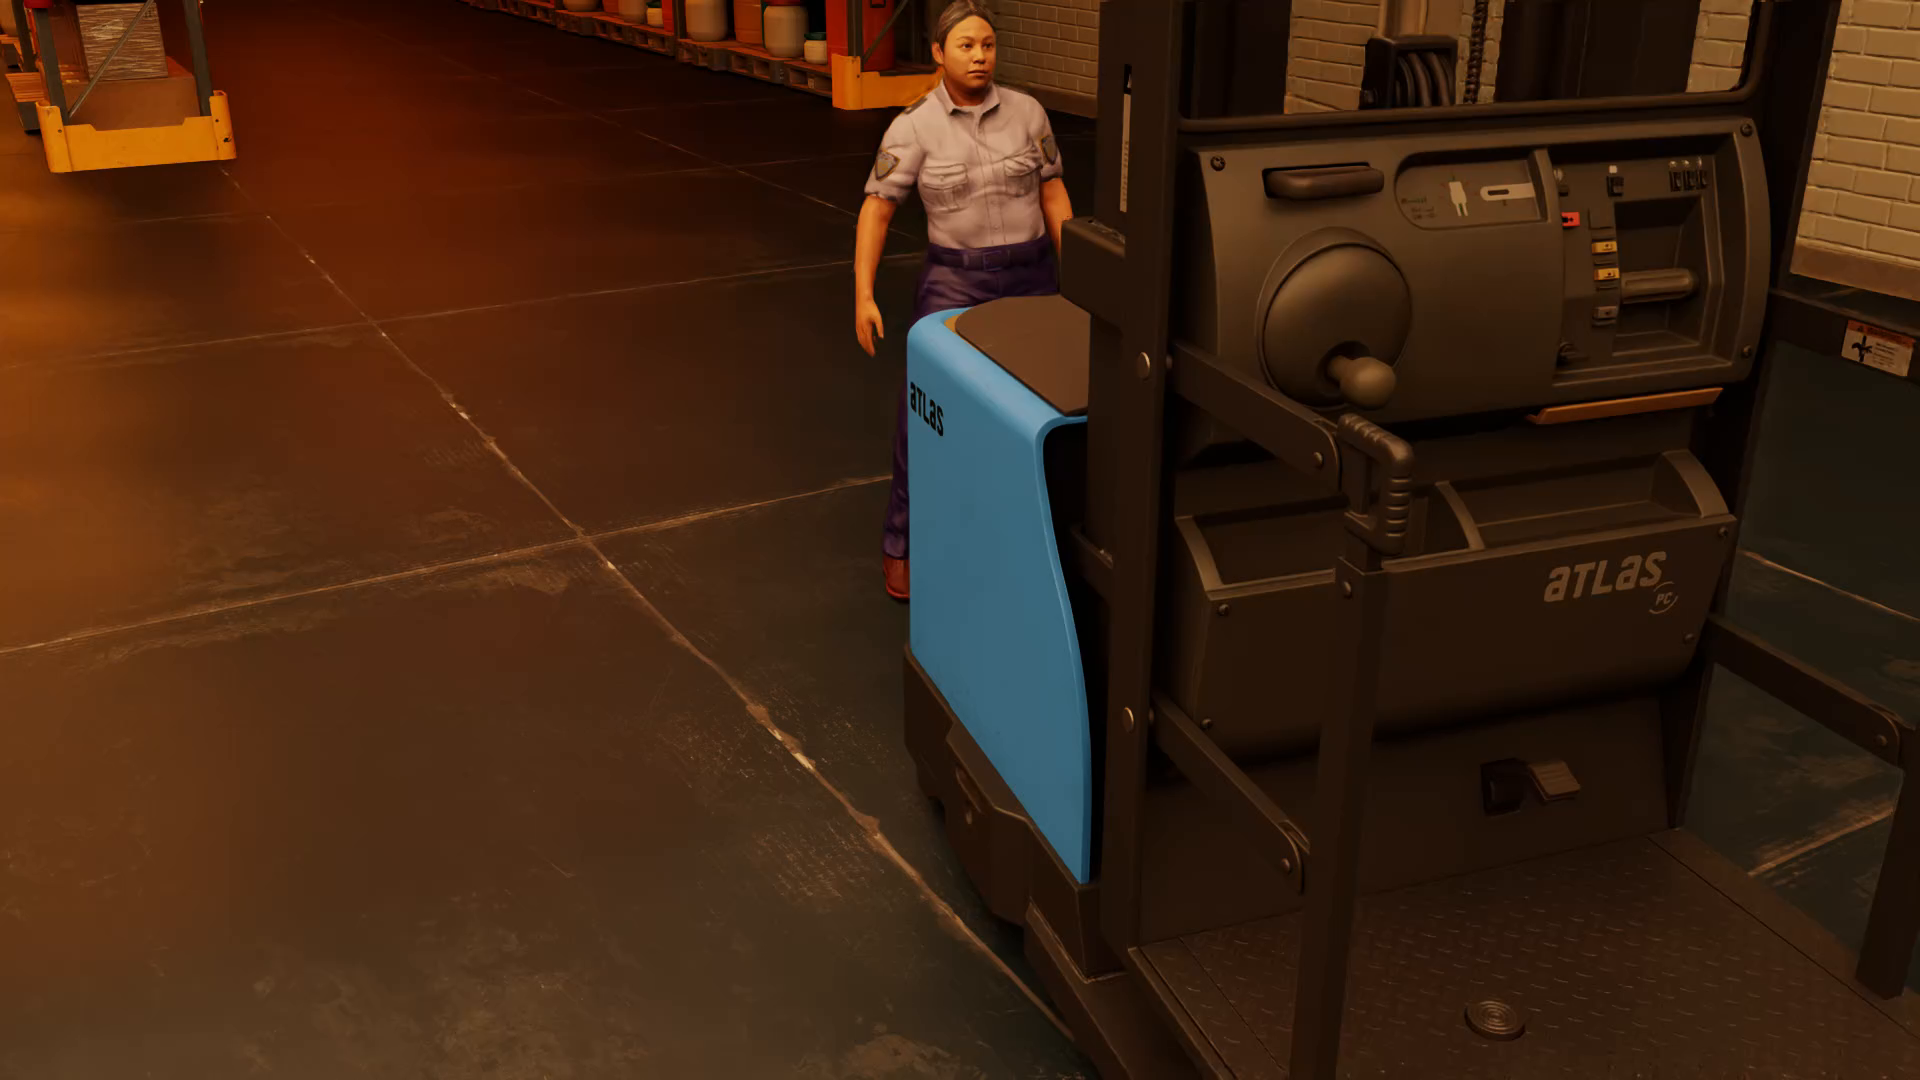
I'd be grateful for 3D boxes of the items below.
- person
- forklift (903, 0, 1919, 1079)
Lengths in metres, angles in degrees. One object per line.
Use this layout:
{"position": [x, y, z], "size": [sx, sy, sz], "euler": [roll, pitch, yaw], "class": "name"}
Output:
{"position": [0.030, -0.669, 4.663], "size": [0.662, 1.596, 0.541], "euler": [-5, 23, -12], "class": "person"}
{"position": [0.840, -0.375, 2.187], "size": [1.130, 2.935, 3.031], "euler": [-8, 23, -18], "class": "forklift"}
